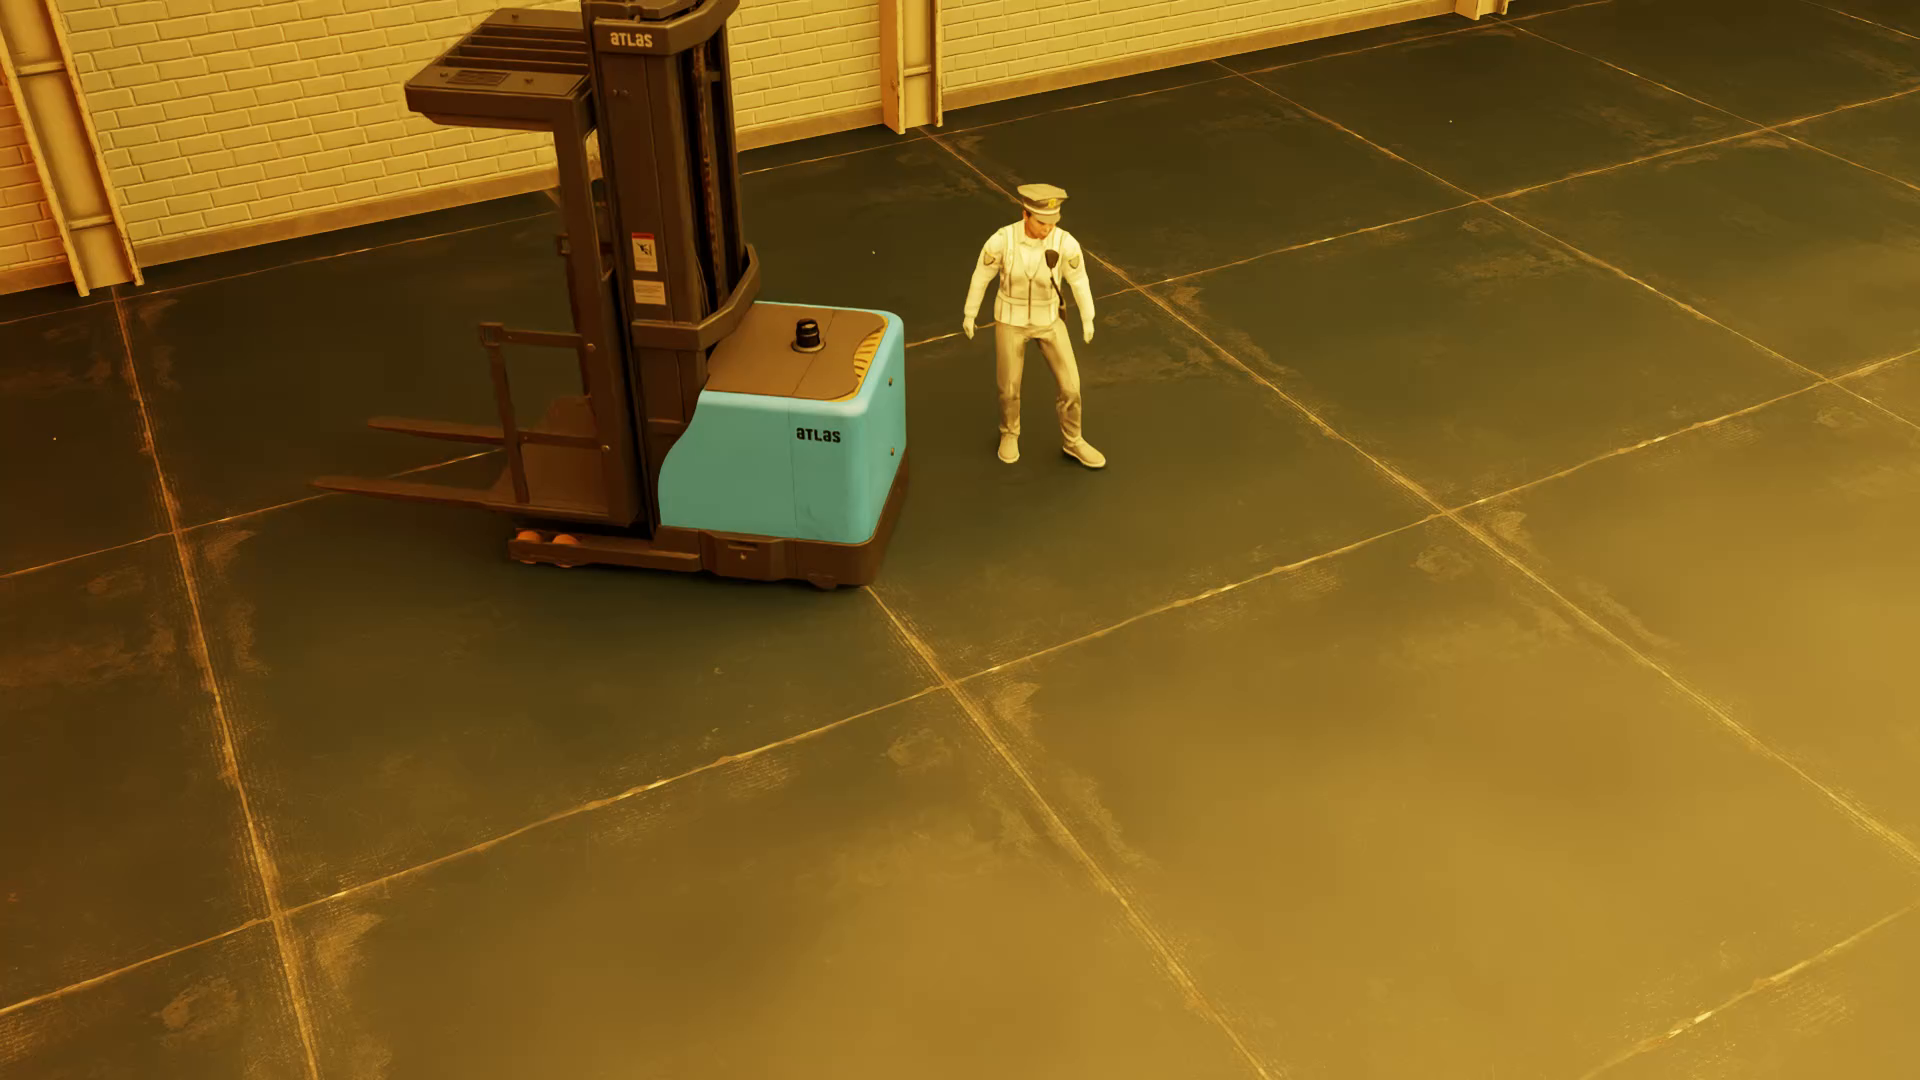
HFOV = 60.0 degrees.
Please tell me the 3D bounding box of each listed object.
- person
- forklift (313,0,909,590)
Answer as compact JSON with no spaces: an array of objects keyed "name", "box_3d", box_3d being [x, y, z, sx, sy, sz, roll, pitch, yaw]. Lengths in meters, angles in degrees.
[{"name":"person","box_3d":[0.411,-1.143,8.876,0.793,1.638,0.389,0,35,0]},{"name":"forklift","box_3d":[-1.839,-1.351,8.034,3.031,2.935,1.130,6,36,8]}]
